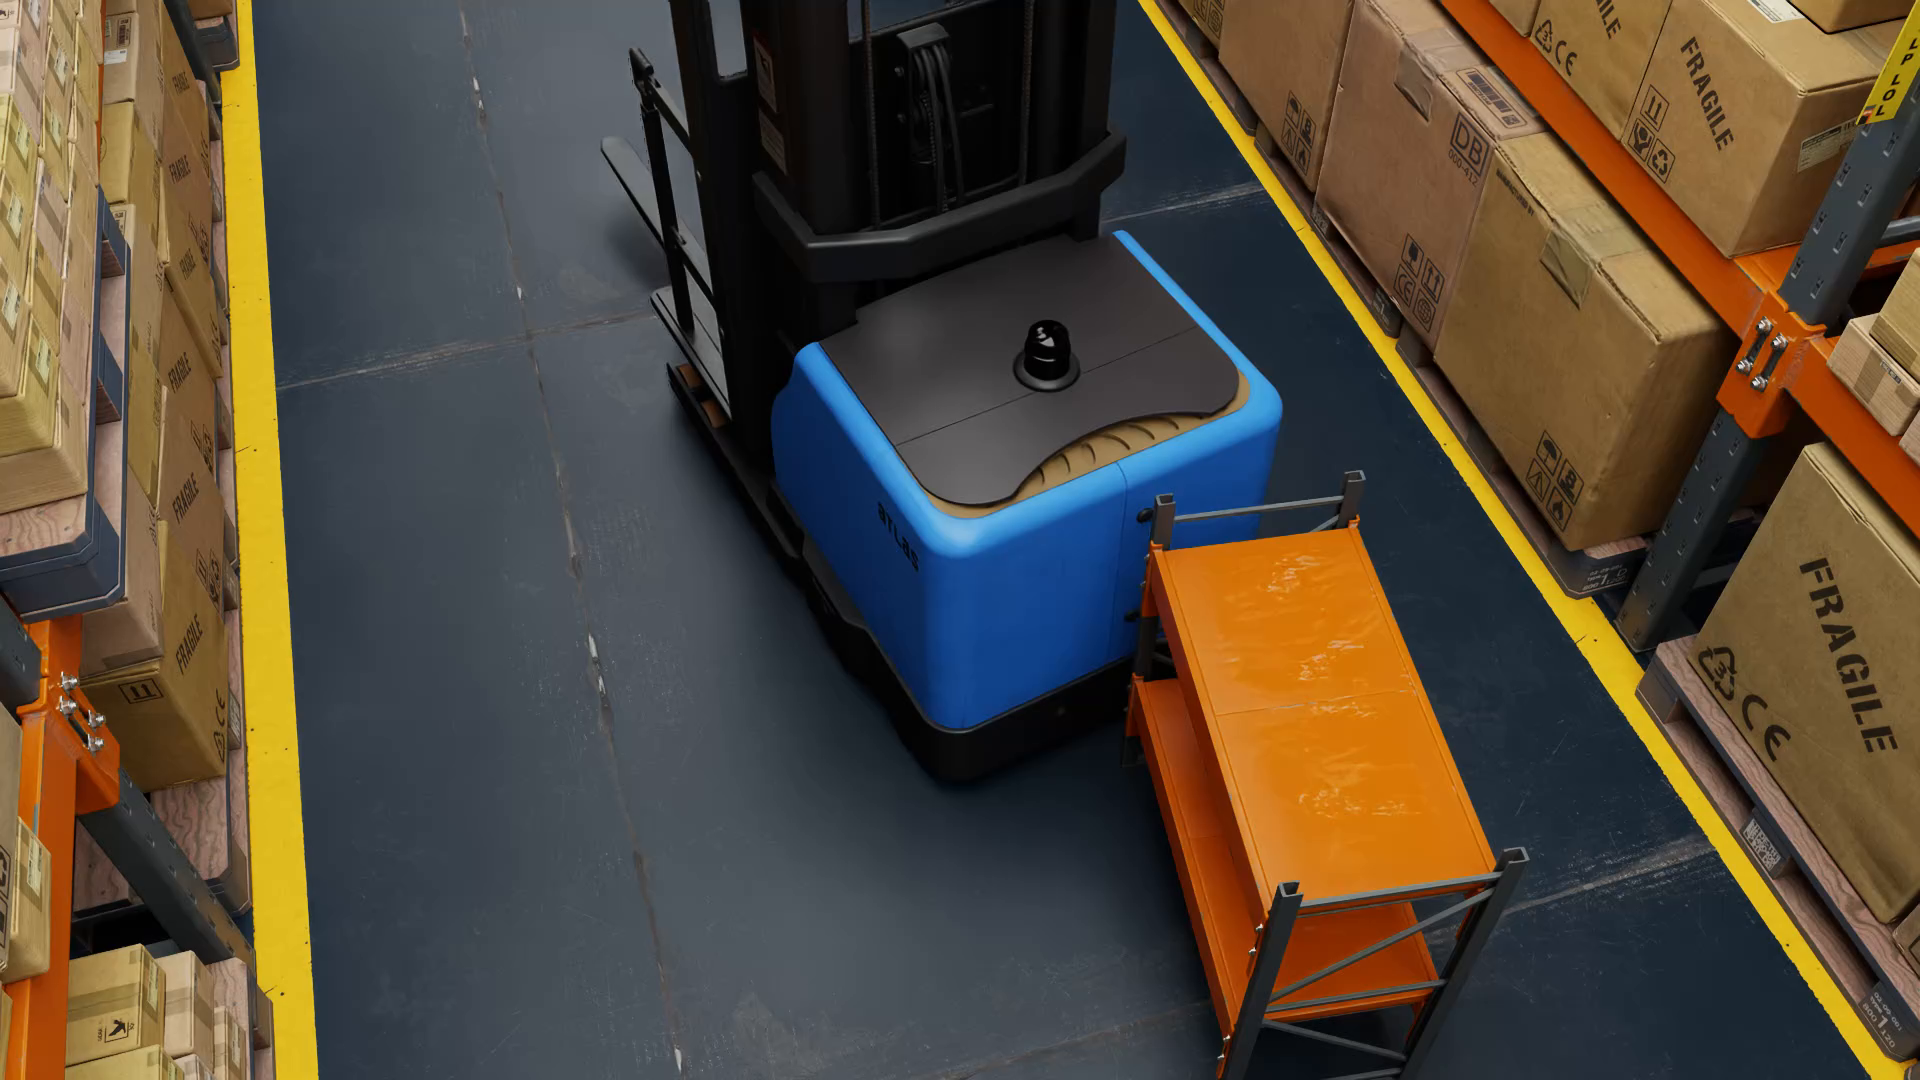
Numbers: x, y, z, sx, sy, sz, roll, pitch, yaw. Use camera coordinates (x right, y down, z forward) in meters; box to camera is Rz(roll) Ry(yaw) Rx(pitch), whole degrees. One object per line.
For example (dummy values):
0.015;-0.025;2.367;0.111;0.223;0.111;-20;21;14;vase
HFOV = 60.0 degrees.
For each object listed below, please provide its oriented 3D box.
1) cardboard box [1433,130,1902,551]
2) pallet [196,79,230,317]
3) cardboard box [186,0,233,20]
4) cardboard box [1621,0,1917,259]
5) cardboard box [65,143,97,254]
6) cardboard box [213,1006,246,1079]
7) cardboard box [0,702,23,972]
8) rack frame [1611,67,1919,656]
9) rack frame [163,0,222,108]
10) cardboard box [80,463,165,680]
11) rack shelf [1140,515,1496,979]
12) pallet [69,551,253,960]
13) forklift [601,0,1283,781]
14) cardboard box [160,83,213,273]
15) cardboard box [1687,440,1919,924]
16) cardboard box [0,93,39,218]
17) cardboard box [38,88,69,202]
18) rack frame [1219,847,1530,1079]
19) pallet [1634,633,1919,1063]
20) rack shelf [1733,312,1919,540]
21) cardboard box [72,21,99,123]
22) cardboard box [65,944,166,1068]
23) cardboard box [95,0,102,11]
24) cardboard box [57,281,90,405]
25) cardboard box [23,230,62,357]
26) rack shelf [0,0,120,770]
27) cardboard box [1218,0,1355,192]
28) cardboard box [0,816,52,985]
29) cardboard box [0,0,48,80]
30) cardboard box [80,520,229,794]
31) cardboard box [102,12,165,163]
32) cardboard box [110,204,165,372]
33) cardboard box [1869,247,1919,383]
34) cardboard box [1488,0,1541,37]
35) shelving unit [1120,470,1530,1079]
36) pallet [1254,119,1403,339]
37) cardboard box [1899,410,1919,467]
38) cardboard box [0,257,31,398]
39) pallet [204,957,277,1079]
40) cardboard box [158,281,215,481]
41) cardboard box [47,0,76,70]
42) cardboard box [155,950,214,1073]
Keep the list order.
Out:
2.261;-0.694;4.988;1.225;0.875;0.875;-13;51;-11;cardboard box
-3.252;-1.185;6.111;1.003;0.211;1.213;-13;51;-11;pallet
-3.575;-2.530;6.618;1.050;0.750;0.750;-14;51;-11;cardboard box
2.071;-1.093;4.144;0.500;0.500;0.500;-13;51;-11;cardboard box
-2.206;-0.747;3.808;0.380;0.149;0.250;-13;51;-11;cardboard box
-1.857;1.260;3.816;0.380;0.149;0.250;-13;51;-11;cardboard box
-1.885;0.428;2.667;0.500;0.500;0.500;-13;51;-11;cardboard box
2.470;-0.781;3.946;1.000;3.000;0.127;-13;51;-11;rack frame
-3.481;-2.655;5.526;1.000;3.000;0.127;-13;51;-11;rack frame
-2.264;0.096;4.077;0.500;0.250;0.500;-15;52;-13;cardboard box
0.784;0.435;3.765;0.538;0.278;1.000;-7;50;-6;rack shelf
-2.530;0.597;4.608;1.003;0.211;1.213;-13;51;-11;pallet
-0.321;-1.409;4.521;1.130;2.935;3.031;-23;54;-18;forklift
-2.887;-1.183;5.645;0.500;0.500;0.500;-11;51;-10;cardboard box
2.588;0.269;4.177;0.875;0.875;0.875;-13;51;-11;cardboard box
-2.137;-0.761;3.430;0.380;0.149;0.250;-13;51;-11;cardboard box
-2.208;-0.842;3.693;0.380;0.149;0.250;-15;52;-13;cardboard box
0.865;1.008;3.665;0.500;1.125;0.032;-7;50;-6;rack frame
2.620;0.691;4.529;1.003;0.211;1.213;-13;51;-11;pallet
3.061;0.912;2.990;1.077;0.370;4.000;-13;51;-11;rack shelf
-2.367;-1.132;4.132;0.380;0.149;0.250;-14;51;-12;cardboard box
-1.944;1.060;3.596;0.380;0.149;0.250;-12;51;-10;cardboard box
-2.522;-1.515;4.455;0.380;0.149;0.250;-12;51;-10;cardboard box
-2.063;-0.380;3.498;0.380;0.149;0.250;-13;51;-10;cardboard box
-2.054;-0.464;3.374;0.380;0.149;0.250;-14;51;-12;cardboard box
-2.890;-0.962;4.570;1.077;0.370;4.000;-13;51;-11;rack shelf
1.727;-1.991;6.082;1.225;0.875;0.875;-13;51;-11;cardboard box
-1.810;0.667;2.890;0.380;0.149;0.250;-15;51;-12;cardboard box
-2.285;-1.131;3.742;0.380;0.149;0.250;-14;51;-11;cardboard box
-2.263;0.337;4.364;0.500;0.500;0.500;-12;51;-10;cardboard box
-2.869;-1.419;5.354;0.500;0.250;0.500;-13;51;-10;cardboard box
-2.571;-0.666;4.719;0.500;0.250;0.500;-12;51;-10;cardboard box
2.358;-0.426;3.551;0.500;0.250;0.500;-14;51;-12;cardboard box
1.770;-1.836;4.770;0.500;0.500;0.500;-14;51;-11;cardboard box
0.784;0.624;3.988;0.538;1.125;1.048;-7;50;-6;shelving unit
1.805;-1.321;6.226;1.003;0.211;1.213;-13;51;-11;pallet
2.317;-0.217;3.635;0.380;0.149;0.250;-15;51;-12;cardboard box
-1.975;-0.371;3.101;0.380;0.149;0.250;-11;51;-9;cardboard box
-2.066;1.648;3.723;1.003;0.211;1.213;-13;51;-11;pallet
-2.589;-0.428;5.009;0.500;0.500;0.500;-13;51;-10;cardboard box
-2.368;-1.232;4.022;0.380;0.149;0.250;-14;51;-12;cardboard box
-1.901;1.113;3.745;0.380;0.149;0.250;-12;51;-10;cardboard box
